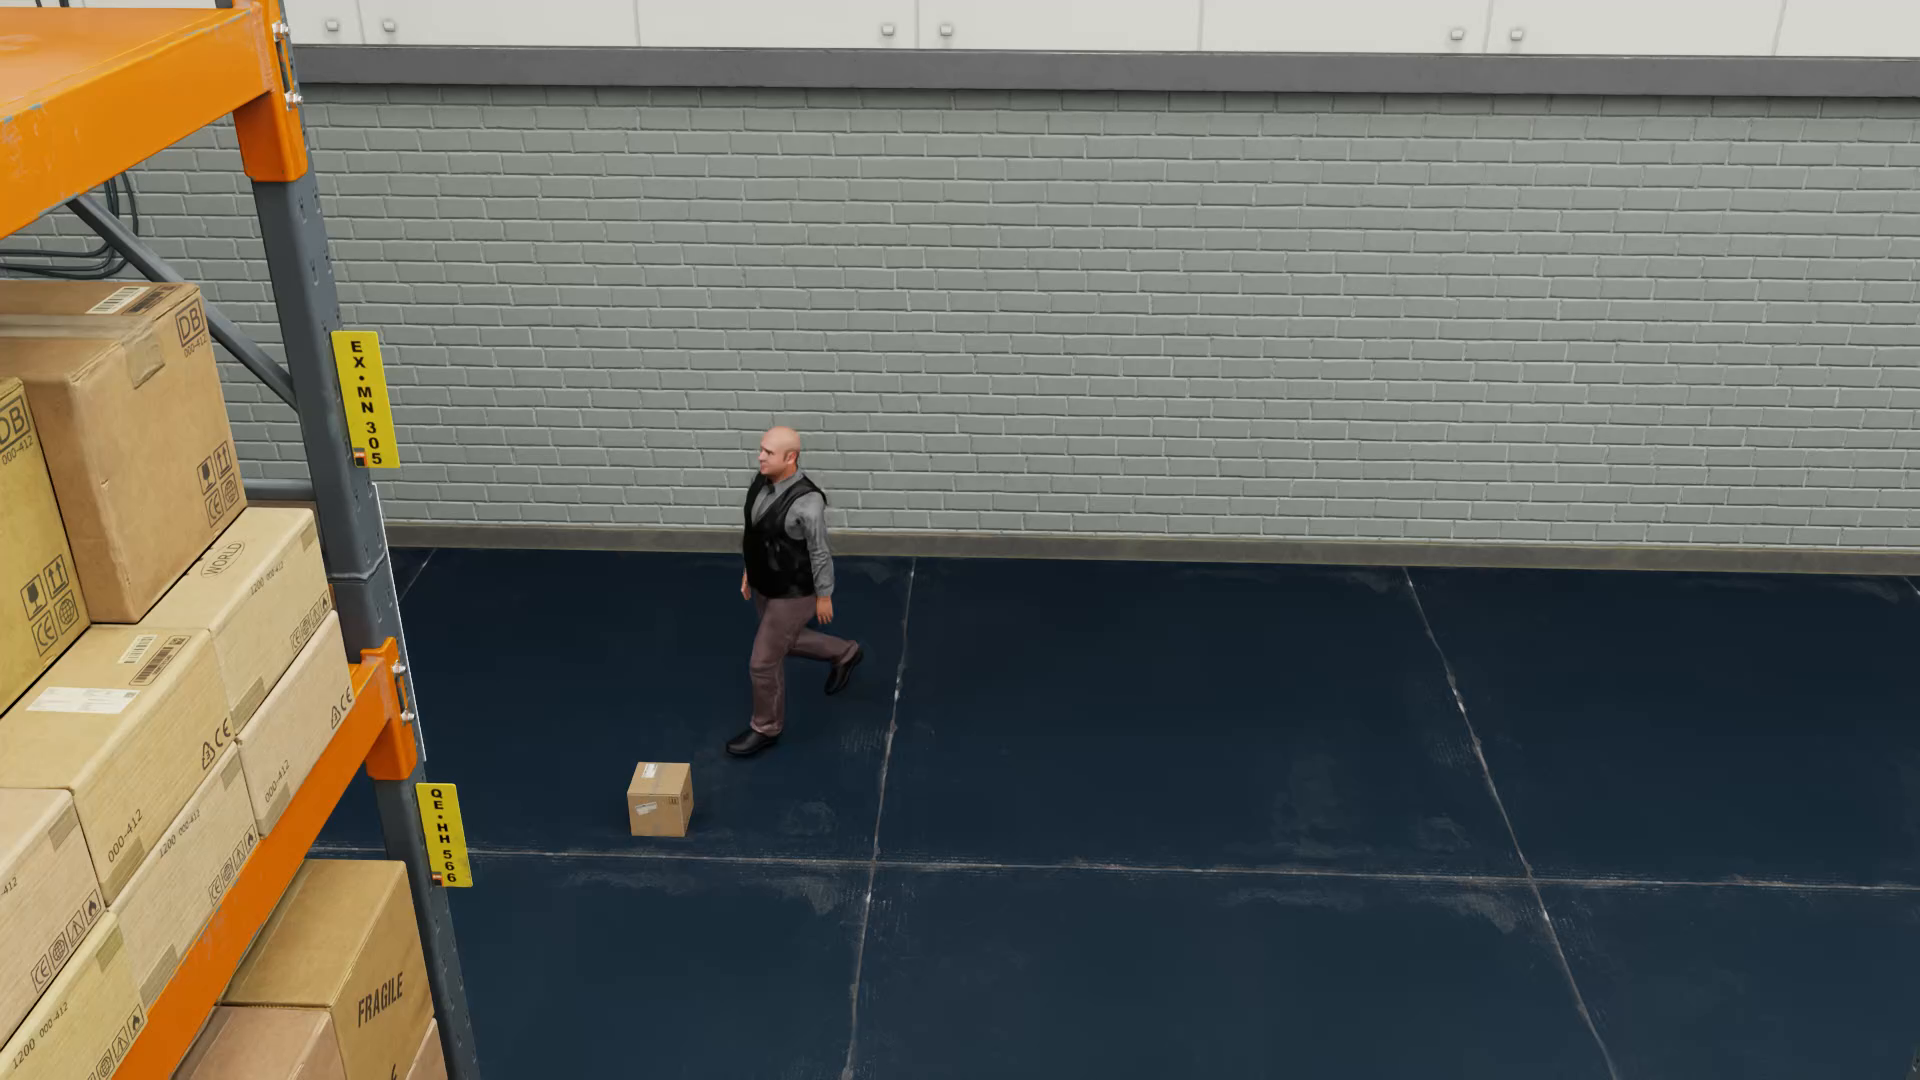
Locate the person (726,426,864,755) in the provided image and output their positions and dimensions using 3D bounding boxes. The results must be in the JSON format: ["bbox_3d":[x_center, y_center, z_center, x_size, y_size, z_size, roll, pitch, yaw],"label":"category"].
[{"bbox_3d":[-0.840,0.210,8.253,0.900,1.692,0.539,-17,32,-29],"label":"person"}]
